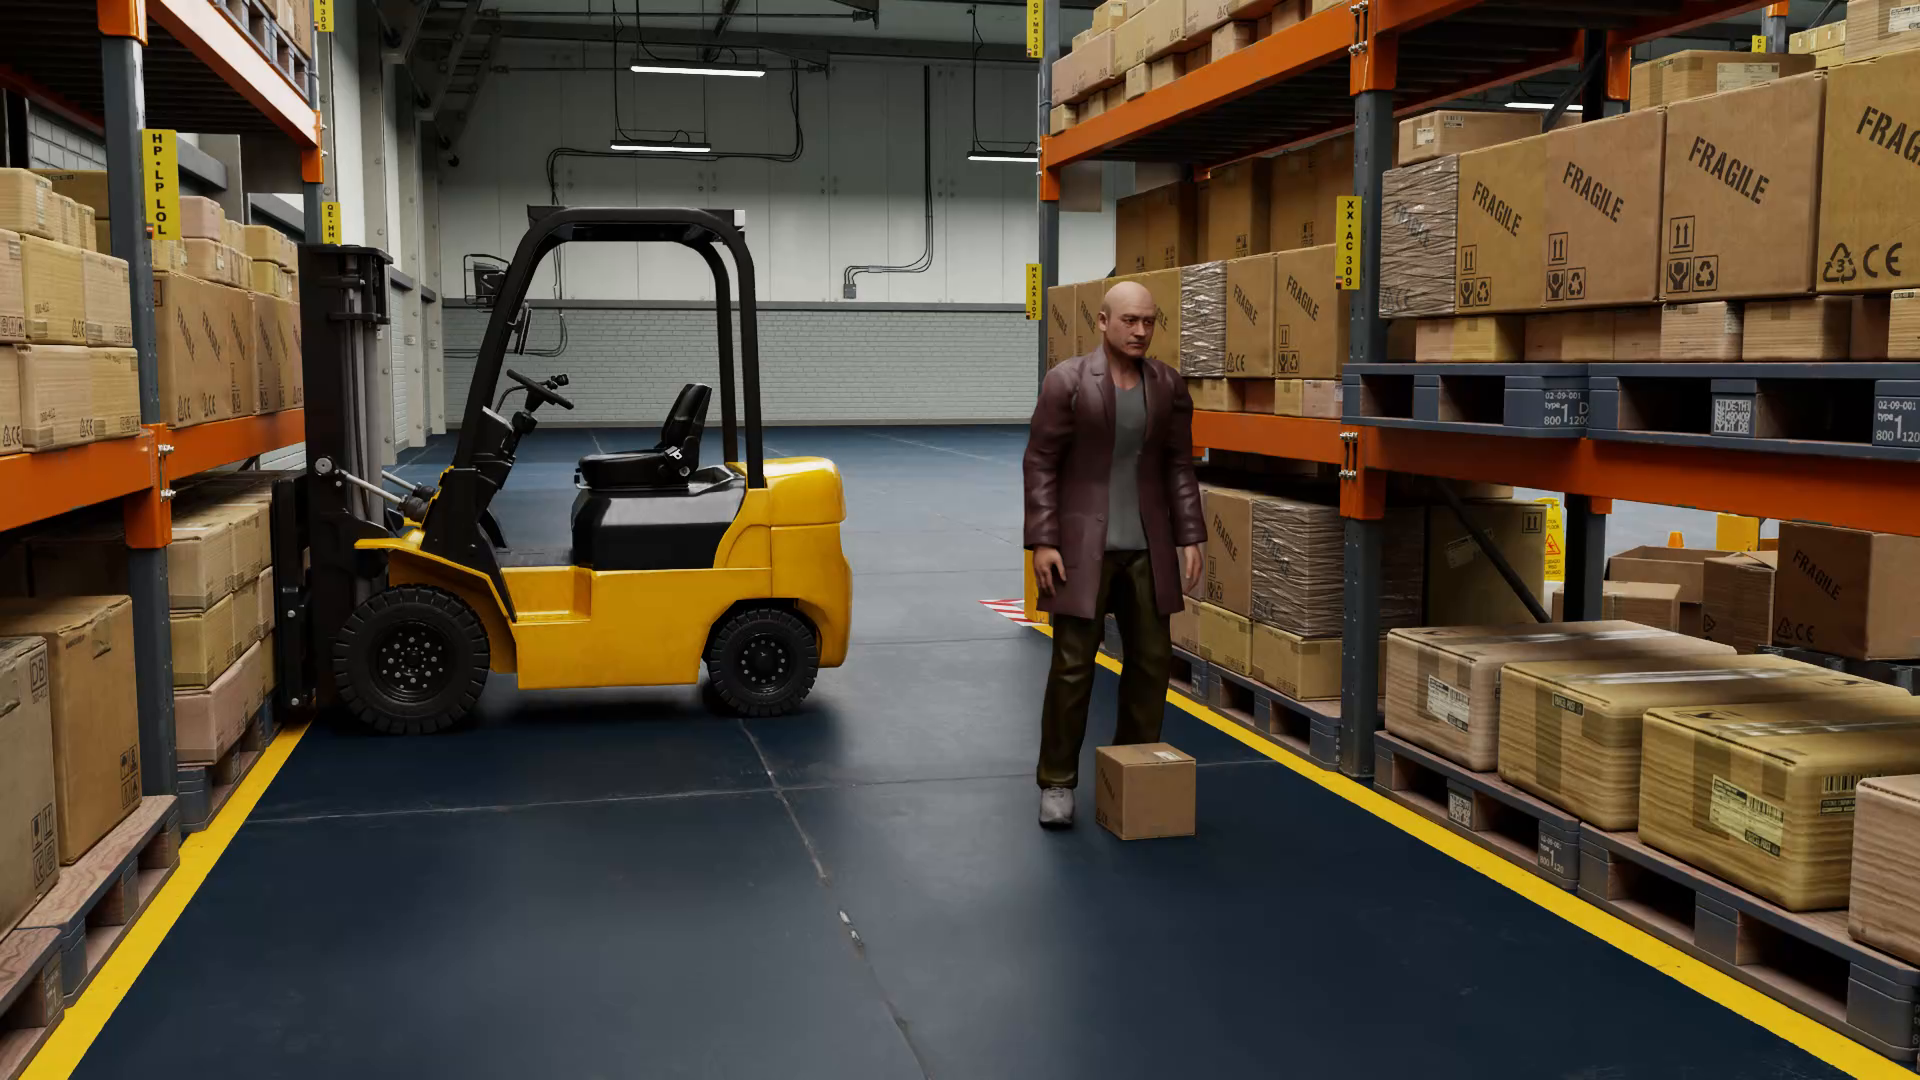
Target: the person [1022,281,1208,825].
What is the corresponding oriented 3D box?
[{"bbox_3d":[0.519,0.034,5.556,0.656,1.774,0.421,-2,6,-17],"label":"person"}]
